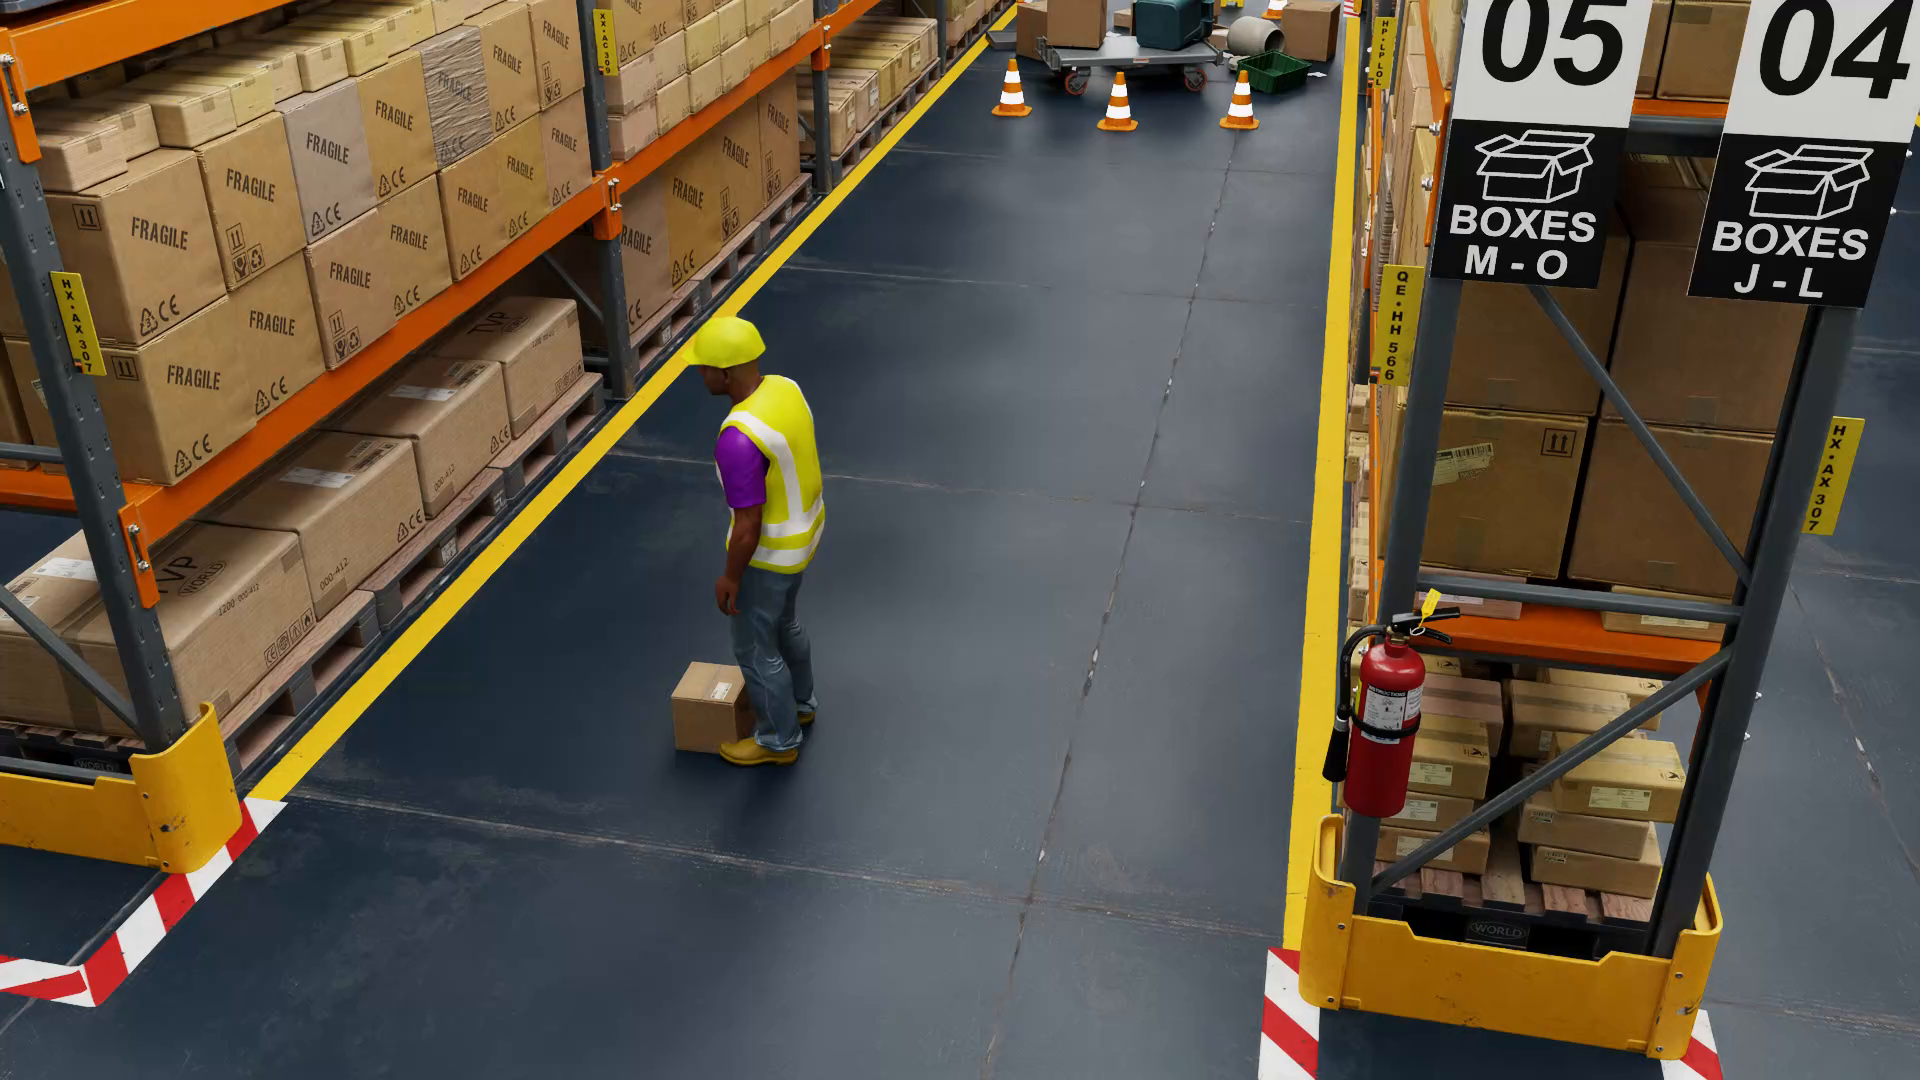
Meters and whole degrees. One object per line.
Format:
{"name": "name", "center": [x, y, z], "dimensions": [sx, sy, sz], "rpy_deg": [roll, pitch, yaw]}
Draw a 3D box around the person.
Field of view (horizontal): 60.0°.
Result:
{"name": "person", "center": [-0.730, 0.010, 6.086], "dimensions": [0.456, 1.761, 0.627], "rpy_deg": [6, 29, 11]}
